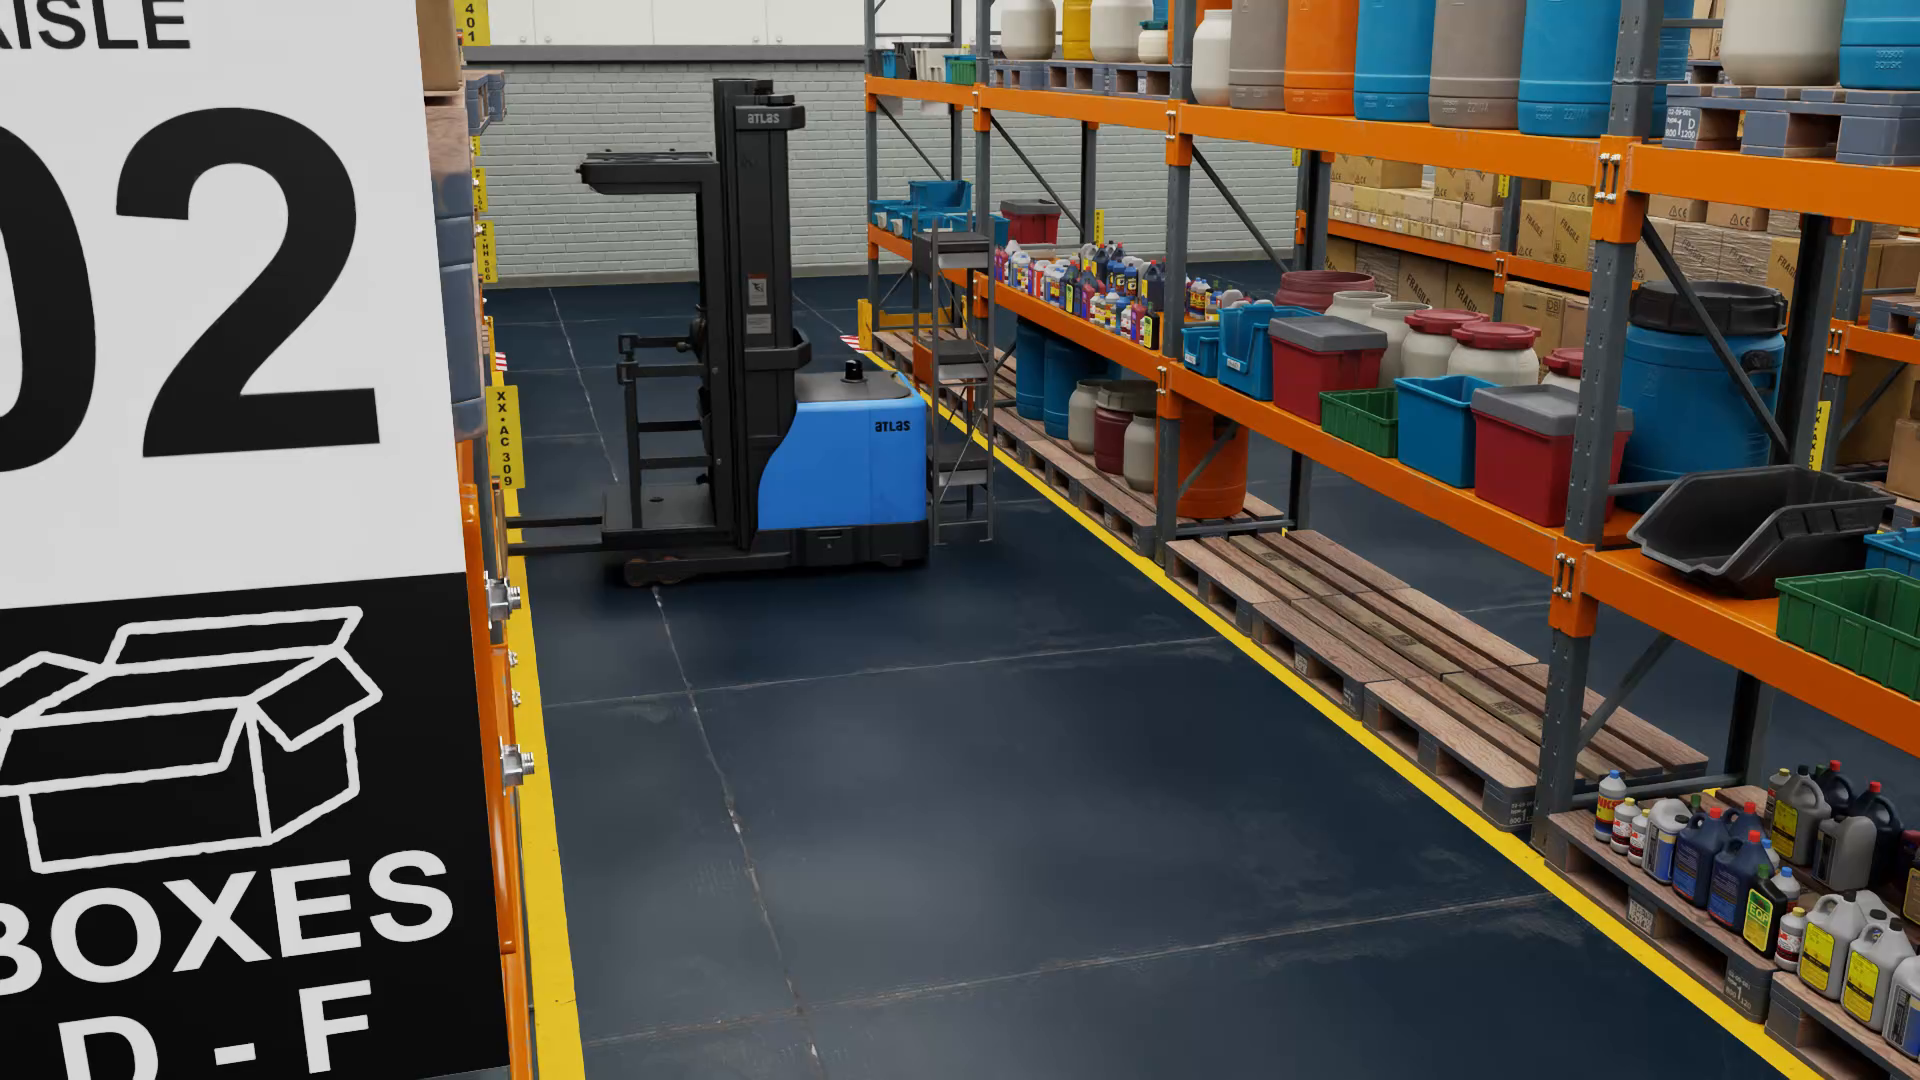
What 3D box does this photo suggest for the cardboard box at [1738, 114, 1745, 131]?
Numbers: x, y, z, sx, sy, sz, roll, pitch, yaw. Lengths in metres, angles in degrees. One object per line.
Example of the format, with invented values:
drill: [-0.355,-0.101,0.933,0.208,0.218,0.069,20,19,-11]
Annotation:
cardboard box: [9.095,-4.669,18.854,0.500,0.500,0.500,-4,17,-14]

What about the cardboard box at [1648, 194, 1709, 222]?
cardboard box: [5.932,-2.805,13.158,0.797,0.503,0.637,-4,17,-13]

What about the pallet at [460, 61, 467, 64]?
pallet: [-4.029,-3.192,11.478,1.213,0.211,1.003,-5,17,-15]

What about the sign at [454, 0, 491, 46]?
sign: [-1.409,-1.585,4.765,0.100,0.325,0.005,-5,17,-15]

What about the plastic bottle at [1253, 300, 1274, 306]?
plastic bottle: [1.914,-1.402,10.620,0.152,0.276,0.135,-5,17,-15]

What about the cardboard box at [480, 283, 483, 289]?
cardboard box: [-4.019,-2.242,13.028,0.500,0.500,0.500,-4,17,-14]

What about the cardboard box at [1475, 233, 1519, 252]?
cardboard box: [4.986,-2.752,15.336,0.380,0.149,0.250,-5,17,-15]

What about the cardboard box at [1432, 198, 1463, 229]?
cardboard box: [4.867,-3.129,15.898,0.500,0.250,0.500,-4,17,-14]

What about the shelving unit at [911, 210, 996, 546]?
shelving unit: [-0.046,-1.051,10.802,0.431,2.100,0.503,-5,17,-15]

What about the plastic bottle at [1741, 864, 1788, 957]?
plastic bottle: [2.701,1.238,5.573,0.061,0.283,0.133,-4,17,-13]

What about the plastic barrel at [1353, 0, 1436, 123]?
plastic barrel: [2.113,-2.371,7.547,0.600,0.901,0.708,-5,17,-15]

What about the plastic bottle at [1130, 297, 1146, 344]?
plastic bottle: [1.137,-1.402,10.608,0.061,0.283,0.133,-5,17,-15]

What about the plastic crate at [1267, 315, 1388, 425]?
plastic crate: [1.872,-0.875,8.541,0.402,0.464,0.583,-5,17,-15]

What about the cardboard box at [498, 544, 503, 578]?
cardboard box: [-2.512,0.191,8.178,0.500,0.311,0.500,-5,17,-16]

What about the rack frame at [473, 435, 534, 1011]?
rack frame: [-1.943,0.181,5.135,1.000,3.000,0.127,-5,17,-15]

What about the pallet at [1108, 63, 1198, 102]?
pallet: [1.606,-2.881,10.444,1.003,0.211,1.213,-5,17,-15]

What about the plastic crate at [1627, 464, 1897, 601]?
plastic crate: [2.843,-0.025,5.929,0.767,0.338,0.504,-5,17,-15]

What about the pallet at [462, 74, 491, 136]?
pallet: [-2.459,-1.782,6.784,1.003,0.211,1.213,-4,17,-13]

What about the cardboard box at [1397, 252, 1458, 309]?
cardboard box: [5.033,-2.435,16.808,0.875,0.875,0.875,-5,17,-15]

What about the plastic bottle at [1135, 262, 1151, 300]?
plastic bottle: [1.381,-1.938,12.404,0.152,0.276,0.135,-5,17,-15]

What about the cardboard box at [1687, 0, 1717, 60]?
cardboard box: [5.902,-3.958,12.791,0.797,0.503,0.637,-5,17,-16]

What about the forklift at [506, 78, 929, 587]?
forklift: [-1.762,-1.288,10.145,3.031,2.935,1.130,-3,17,-10]

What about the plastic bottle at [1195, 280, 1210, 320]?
plastic bottle: [1.681,-1.662,11.496,0.097,0.271,0.097,0,17,0]

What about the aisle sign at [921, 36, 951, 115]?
aisle sign: [-0.215,-4.817,17.255,0.394,0.787,0.004,-5,17,-15]

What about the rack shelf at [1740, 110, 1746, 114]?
rack shelf: [5.934,-3.353,12.936,1.077,0.370,4.000,-5,17,-15]

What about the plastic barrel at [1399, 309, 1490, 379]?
plastic barrel: [2.449,-0.879,8.428,0.433,0.535,0.433,0,17,0]

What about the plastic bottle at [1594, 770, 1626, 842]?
plastic bottle: [2.487,1.009,6.356,0.097,0.271,0.097,0,17,0]

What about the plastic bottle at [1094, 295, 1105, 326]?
plastic bottle: [0.962,-1.558,11.269,0.097,0.201,0.097,0,17,0]

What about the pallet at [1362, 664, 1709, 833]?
pallet: [2.568,0.912,7.549,1.003,0.211,1.213,-5,17,-15]

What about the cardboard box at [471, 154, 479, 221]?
cardboard box: [-4.000,-2.711,12.851,0.500,0.500,0.500,-4,17,-14]

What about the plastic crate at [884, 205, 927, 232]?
plastic crate: [-0.544,-3.201,16.581,0.416,0.233,0.300,-5,17,-15]

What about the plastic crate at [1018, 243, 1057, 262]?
plastic crate: [0.632,-2.465,14.298,0.396,0.136,0.243,-5,17,-15]

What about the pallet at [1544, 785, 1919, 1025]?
pallet: [2.966,1.315,6.207,1.003,0.211,1.213,-5,17,-15]

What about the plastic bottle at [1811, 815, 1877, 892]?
plastic bottle: [3.192,1.111,6.008,0.152,0.276,0.135,-5,17,-15]

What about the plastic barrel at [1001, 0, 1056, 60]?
plastic barrel: [0.526,-3.960,12.740,0.433,0.535,0.433,0,17,0]

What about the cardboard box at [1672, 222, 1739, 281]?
cardboard box: [5.833,-2.154,12.735,0.500,0.500,0.500,-5,18,-17]

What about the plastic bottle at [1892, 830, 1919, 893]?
plastic bottle: [3.413,1.131,5.930,0.061,0.283,0.133,-4,17,-12]

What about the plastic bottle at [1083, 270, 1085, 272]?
plastic bottle: [0.899,-1.806,11.972,0.097,0.271,0.097,0,17,0]

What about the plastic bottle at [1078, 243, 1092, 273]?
plastic bottle: [1.042,-2.279,13.542,0.152,0.276,0.135,-5,17,-15]

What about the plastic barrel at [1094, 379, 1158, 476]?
plastic barrel: [1.261,-0.808,11.891,0.600,0.588,0.708,-5,17,-15]

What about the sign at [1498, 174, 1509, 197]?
sign: [4.852,-3.222,14.822,0.100,0.325,0.005,-5,17,-15]

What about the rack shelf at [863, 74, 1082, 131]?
rack shelf: [0.073,-4.068,15.316,1.077,0.370,4.000,-5,17,-15]

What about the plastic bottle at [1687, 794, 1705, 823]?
plastic bottle: [2.705,1.082,6.092,0.061,0.283,0.133,-5,17,-15]

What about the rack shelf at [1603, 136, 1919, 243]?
rack shelf: [3.371,-0.748,4.266,1.077,0.370,4.000,-5,17,-15]

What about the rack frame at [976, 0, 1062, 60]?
rack frame: [0.623,-5.295,12.939,1.000,3.000,0.127,-5,17,-15]

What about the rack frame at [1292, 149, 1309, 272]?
rack frame: [4.286,-3.920,18.789,1.000,3.000,0.127,-5,17,-15]

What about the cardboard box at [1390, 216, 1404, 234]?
cardboard box: [4.564,-3.178,16.754,0.380,0.149,0.250,-4,17,-14]

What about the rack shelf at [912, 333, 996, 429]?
rack shelf: [-0.046,-1.038,10.806,0.431,0.518,0.480,-5,17,-15]

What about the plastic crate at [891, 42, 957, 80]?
plastic crate: [-0.321,-4.491,15.584,0.504,0.338,0.767,-5,17,-15]

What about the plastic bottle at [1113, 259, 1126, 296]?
plastic bottle: [1.203,-1.984,12.568,0.097,0.271,0.097,0,17,0]

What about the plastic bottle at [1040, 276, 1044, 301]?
plastic bottle: [0.643,-1.879,12.337,0.097,0.201,0.097,0,17,0]

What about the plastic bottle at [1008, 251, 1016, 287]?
plastic bottle: [0.426,-2.131,13.057,0.097,0.271,0.097,0,17,0]

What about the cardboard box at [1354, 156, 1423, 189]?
cardboard box: [4.443,-3.915,17.211,0.500,0.500,0.500,-5,17,-17]
